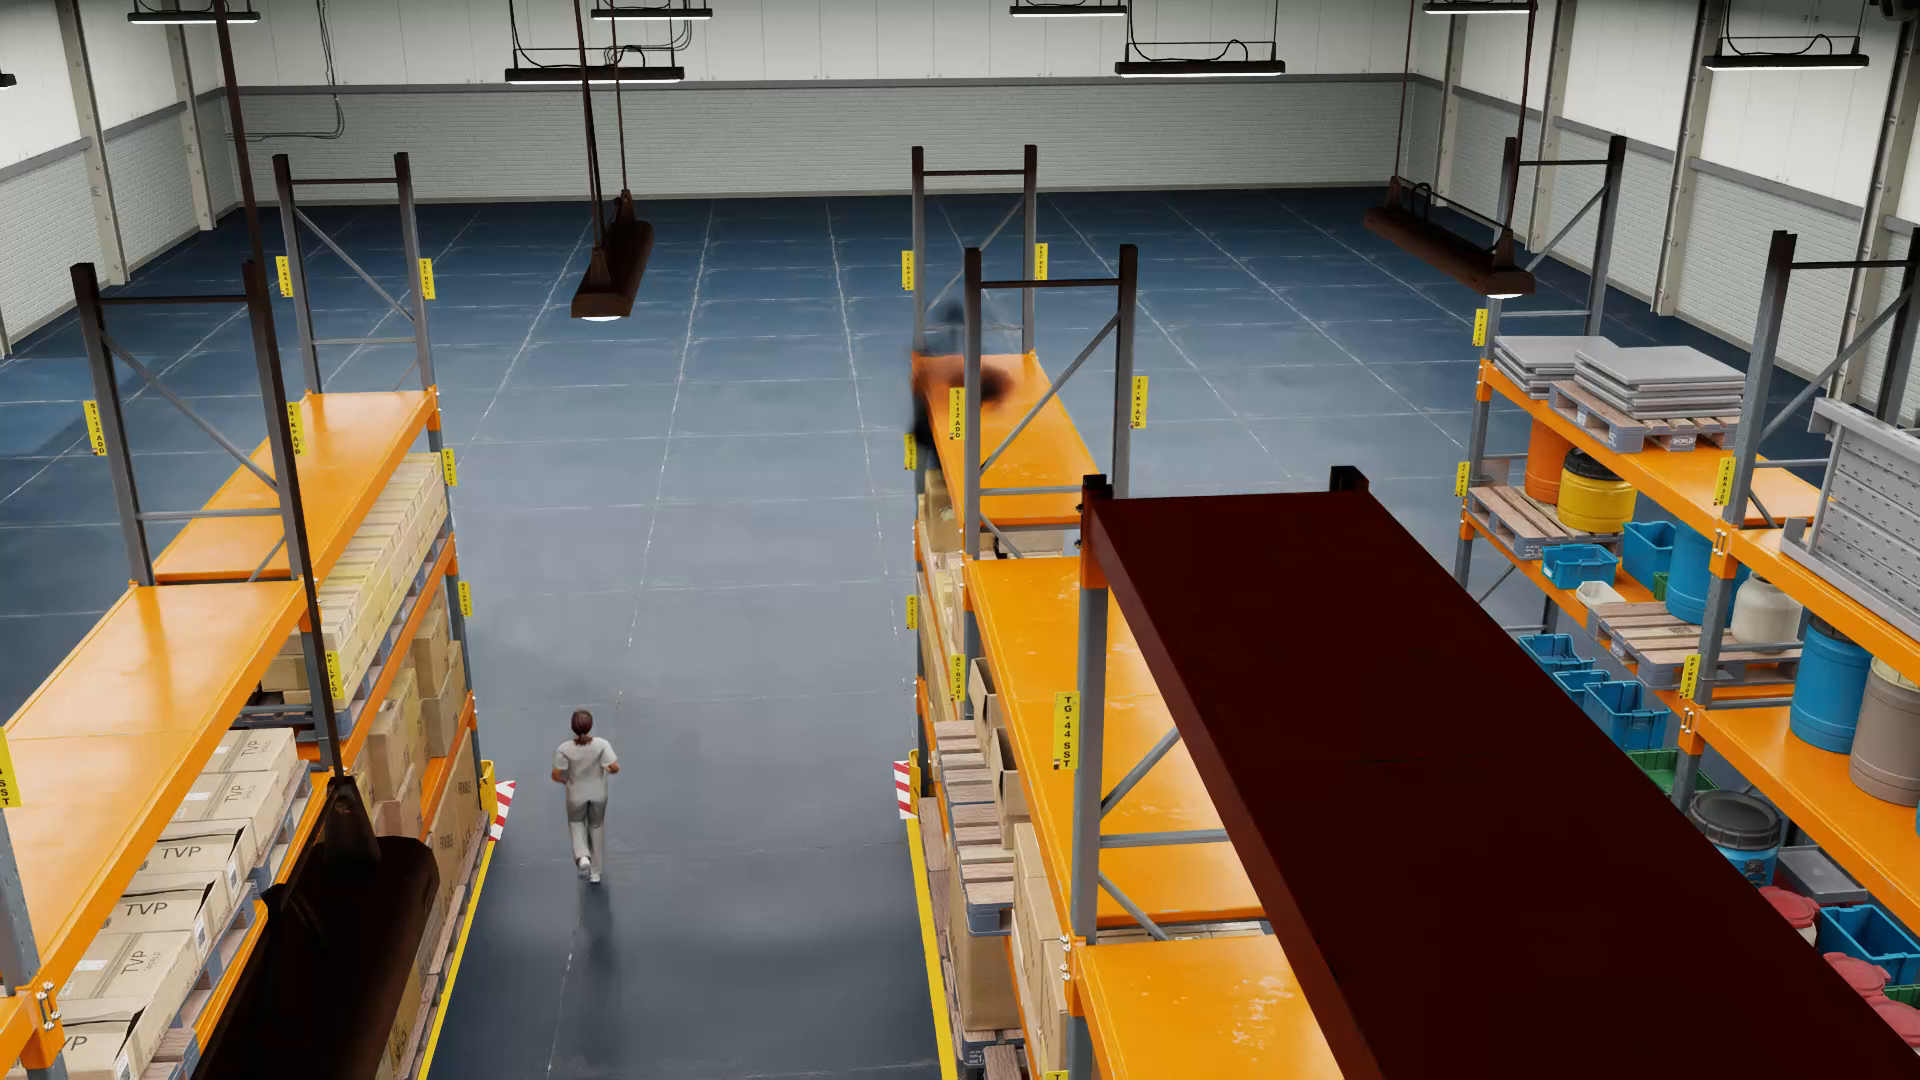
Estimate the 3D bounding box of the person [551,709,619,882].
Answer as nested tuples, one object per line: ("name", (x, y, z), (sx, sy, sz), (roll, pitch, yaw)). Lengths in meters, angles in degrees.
("person", (-3.137, 2.258, 14.070), (0.548, 1.369, 0.584), (-6, 22, -14))
